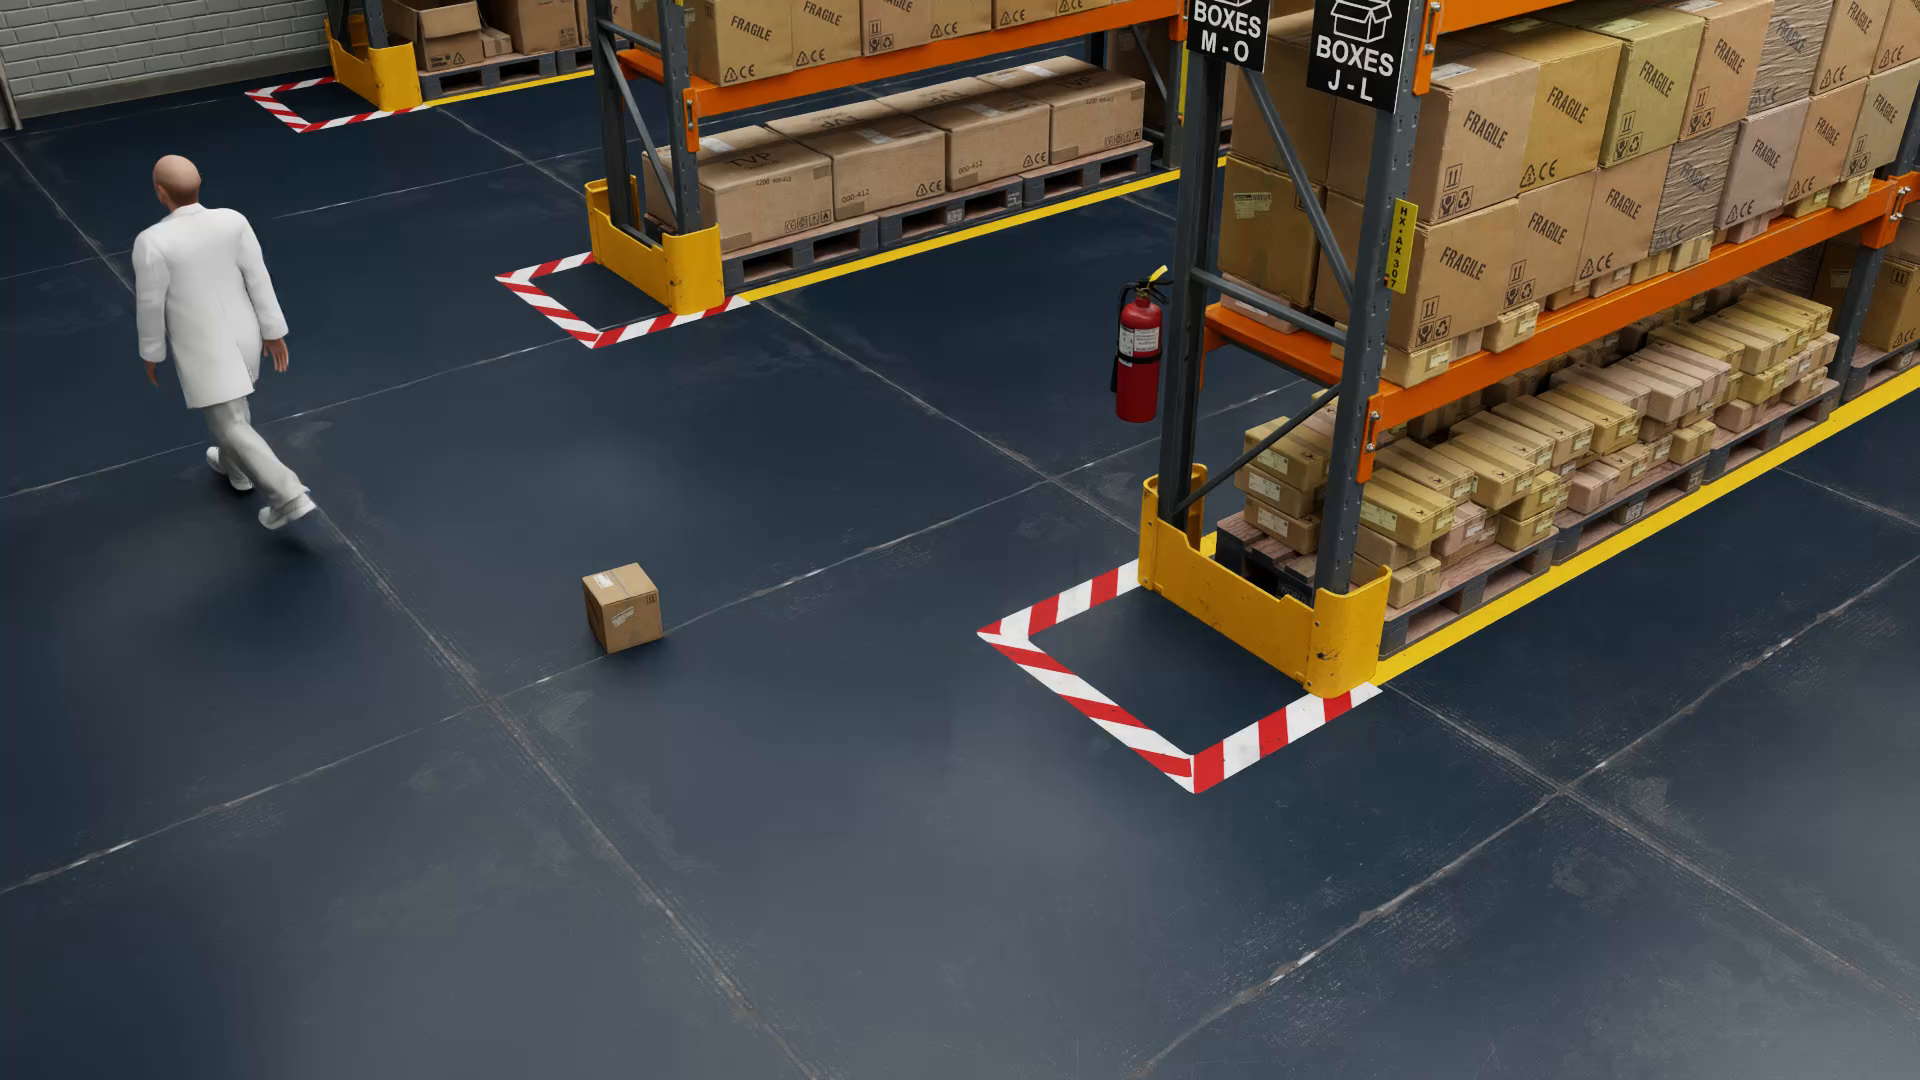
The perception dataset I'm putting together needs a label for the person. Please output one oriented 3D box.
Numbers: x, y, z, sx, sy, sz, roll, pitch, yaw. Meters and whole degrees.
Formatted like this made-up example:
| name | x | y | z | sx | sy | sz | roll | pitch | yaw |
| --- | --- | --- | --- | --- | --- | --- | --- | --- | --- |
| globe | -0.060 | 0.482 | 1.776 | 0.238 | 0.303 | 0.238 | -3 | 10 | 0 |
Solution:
| name | x | y | z | sx | sy | sz | roll | pitch | yaw |
| --- | --- | --- | --- | --- | --- | --- | --- | --- | --- |
| person | -3.400 | -0.896 | 7.601 | 1.089 | 1.734 | 0.595 | 20 | 37 | 29 |
